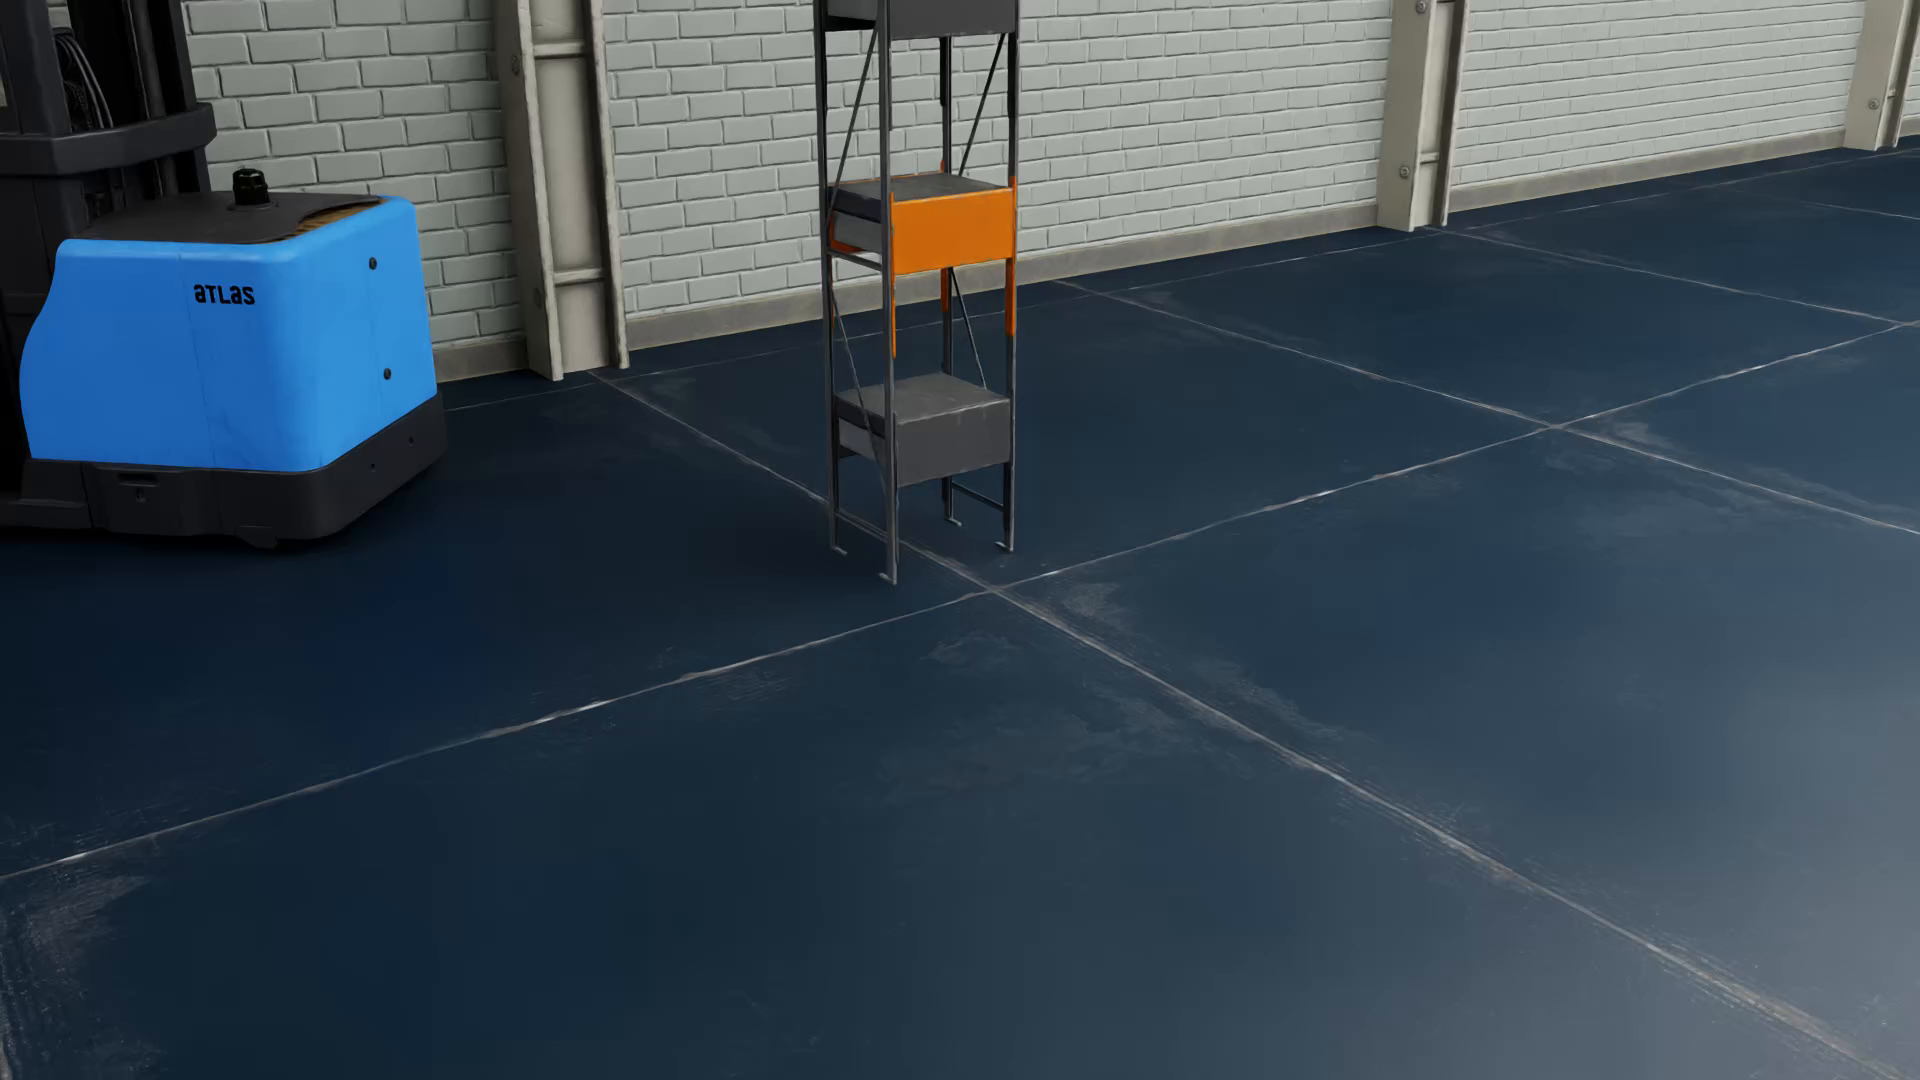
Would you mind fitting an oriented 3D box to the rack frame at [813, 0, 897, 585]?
[{"bbox_3d":[-0.332,-0.887,5.285,0.015,2.100,0.400,-15,26,-33],"label":"rack frame"}]

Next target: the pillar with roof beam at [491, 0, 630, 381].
[{"bbox_3d":[0.683,-3.716,3.066,0.400,9.000,9.100,-15,26,-33],"label":"pillar with roof beam"}]

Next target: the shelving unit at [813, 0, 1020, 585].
[{"bbox_3d":[-0.134,-0.939,5.417,0.503,2.100,0.431,-15,26,-33],"label":"shelving unit"}]

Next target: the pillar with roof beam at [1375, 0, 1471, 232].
[{"bbox_3d":[5.554,-5.014,6.320,0.400,9.000,9.100,-15,26,-33],"label":"pillar with roof beam"}]

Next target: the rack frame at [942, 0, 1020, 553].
[{"bbox_3d":[0.064,-0.992,5.550,0.015,2.100,0.400,-15,26,-33],"label":"rack frame"}]

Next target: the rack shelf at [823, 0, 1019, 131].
[{"bbox_3d":[-0.134,-1.577,5.163,0.480,0.518,0.431,-15,26,-33],"label":"rack shelf"}]

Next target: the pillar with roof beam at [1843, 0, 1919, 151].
[{"bbox_3d":[10.424,-6.313,9.575,0.400,9.000,9.100,-15,26,-33],"label":"pillar with roof beam"}]

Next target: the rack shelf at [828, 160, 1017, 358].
[{"bbox_3d":[-0.134,-0.927,5.422,0.480,0.518,0.431,-15,26,-33],"label":"rack shelf"}]

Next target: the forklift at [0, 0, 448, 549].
[{"bbox_3d":[-3.587,-1.568,5.871,3.031,2.935,1.130,3,22,8],"label":"forklift"}]

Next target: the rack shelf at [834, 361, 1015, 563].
[{"bbox_3d":[-0.134,-0.277,5.682,0.480,0.518,0.431,-15,26,-33],"label":"rack shelf"}]
